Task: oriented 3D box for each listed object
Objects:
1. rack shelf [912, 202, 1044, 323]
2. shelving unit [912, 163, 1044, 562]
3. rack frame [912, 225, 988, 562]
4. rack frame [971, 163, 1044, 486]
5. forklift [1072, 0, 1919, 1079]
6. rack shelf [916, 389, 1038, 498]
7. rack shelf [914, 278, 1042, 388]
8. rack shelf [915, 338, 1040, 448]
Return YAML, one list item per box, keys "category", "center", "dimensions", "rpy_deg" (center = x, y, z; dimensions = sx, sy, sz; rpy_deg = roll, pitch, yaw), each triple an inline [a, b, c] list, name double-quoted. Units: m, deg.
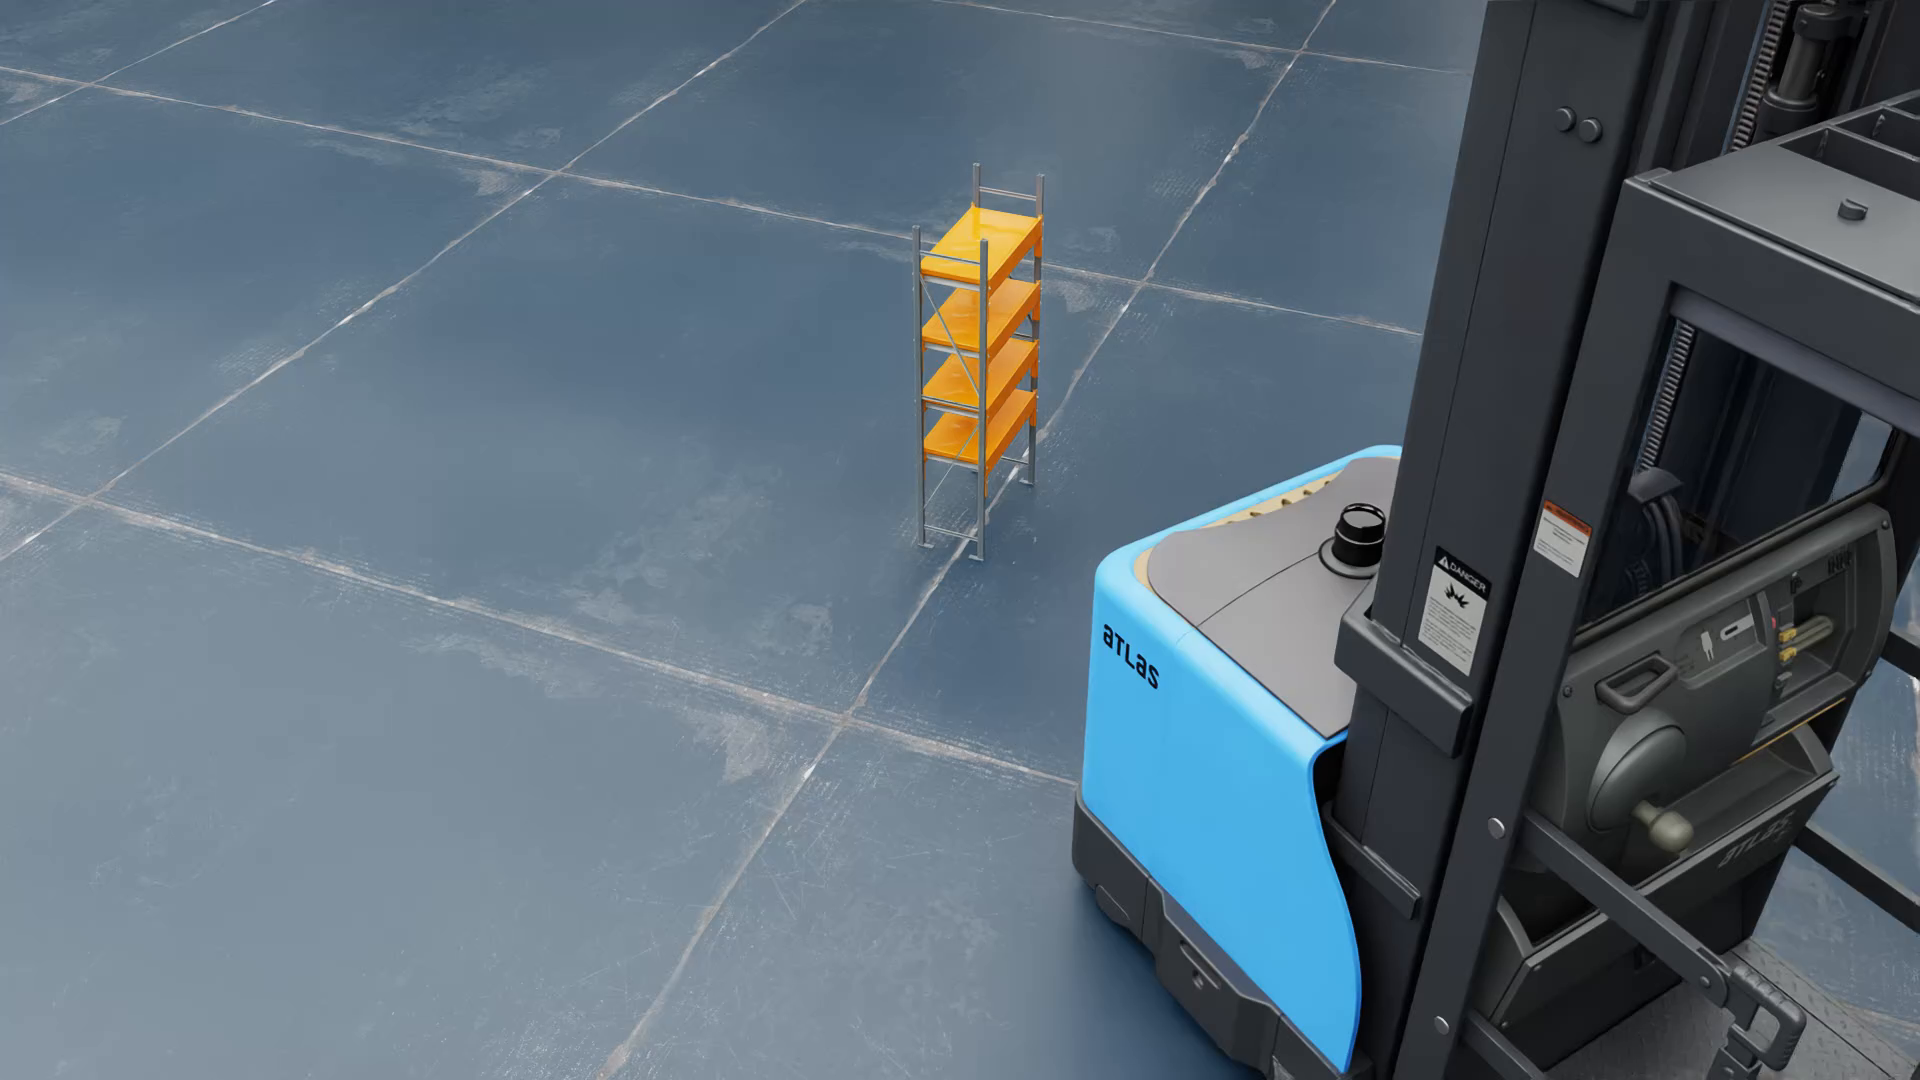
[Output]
- category: "rack shelf"
  center: [0.063, -0.887, 5.278]
  dimensions: [0.258, 0.148, 0.480]
  rpy_deg: [14, 39, 18]
- category: "shelving unit"
  center: [0.063, -0.572, 5.513]
  dimensions: [0.258, 1.200, 0.503]
  rpy_deg: [14, 39, 18]
- category: "rack frame"
  center: [-0.030, -0.437, 5.333]
  dimensions: [0.240, 1.200, 0.015]
  rpy_deg: [14, 39, 18]
- category: "rack frame"
  center: [0.156, -0.707, 5.694]
  dimensions: [0.240, 1.200, 0.015]
  rpy_deg: [14, 39, 18]
- category: "forklift"
  center: [1.517, 0.315, 2.880]
  dimensions: [1.130, 2.935, 3.031]
  rpy_deg: [-21, 42, -26]
- category: "rack shelf"
  center: [0.063, -0.359, 5.673]
  dimensions: [0.258, 0.148, 0.480]
  rpy_deg: [14, 39, 18]
- category: "rack shelf"
  center: [0.063, -0.698, 5.420]
  dimensions: [0.258, 0.148, 0.480]
  rpy_deg: [14, 39, 18]
- category: "rack shelf"
  center: [0.063, -0.518, 5.554]
  dimensions: [0.258, 0.148, 0.480]
  rpy_deg: [14, 39, 18]
